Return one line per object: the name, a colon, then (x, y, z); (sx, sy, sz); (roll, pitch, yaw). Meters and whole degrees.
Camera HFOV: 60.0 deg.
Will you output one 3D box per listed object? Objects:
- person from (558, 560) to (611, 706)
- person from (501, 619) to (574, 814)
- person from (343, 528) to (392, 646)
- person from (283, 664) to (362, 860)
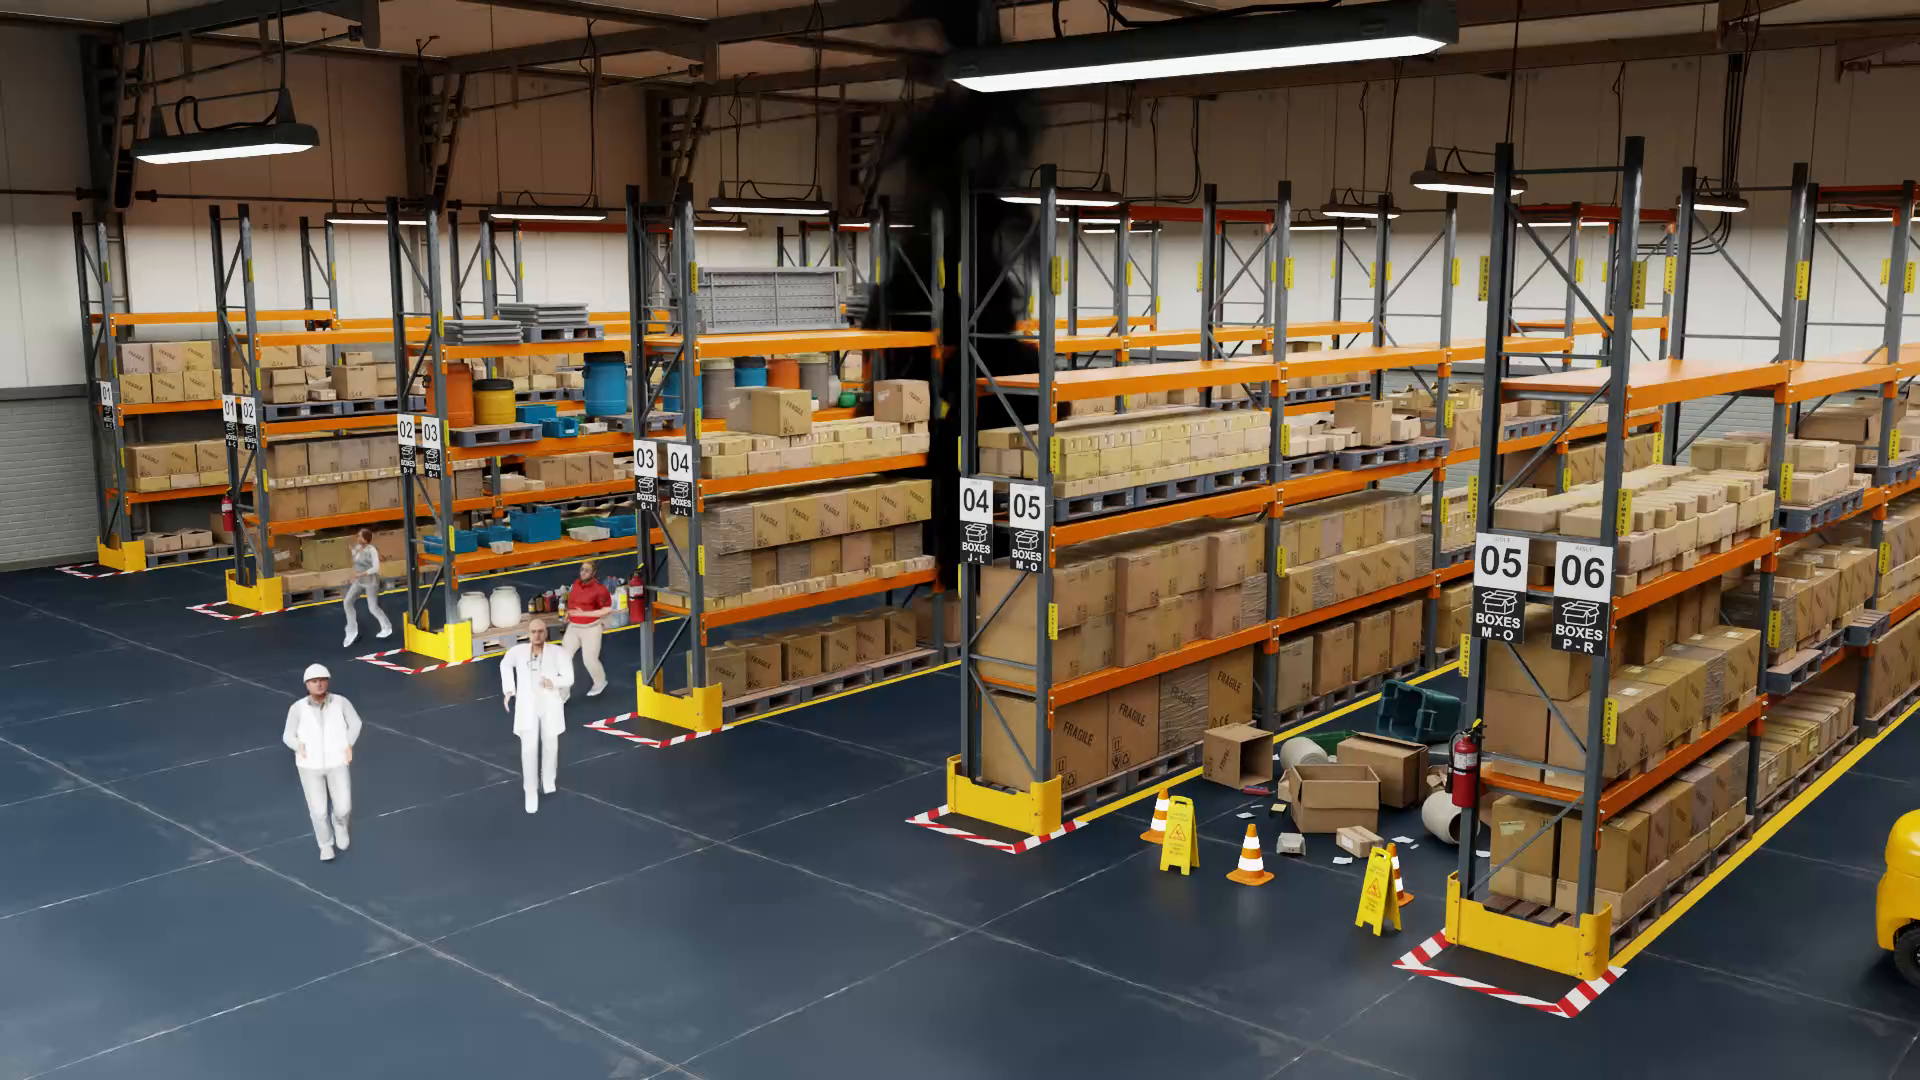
person: (-4.383, 1.112, 19.604); (0.671, 1.775, 0.821); (4, 10, 20)
person: (-4.038, 1.665, 15.957); (0.671, 1.844, 0.835); (-3, 10, -16)
person: (-8.095, 0.626, 22.741); (0.539, 1.620, 0.685); (6, 11, 31)
person: (-5.497, 1.937, 14.398); (0.651, 1.725, 0.583); (-4, 10, -23)
